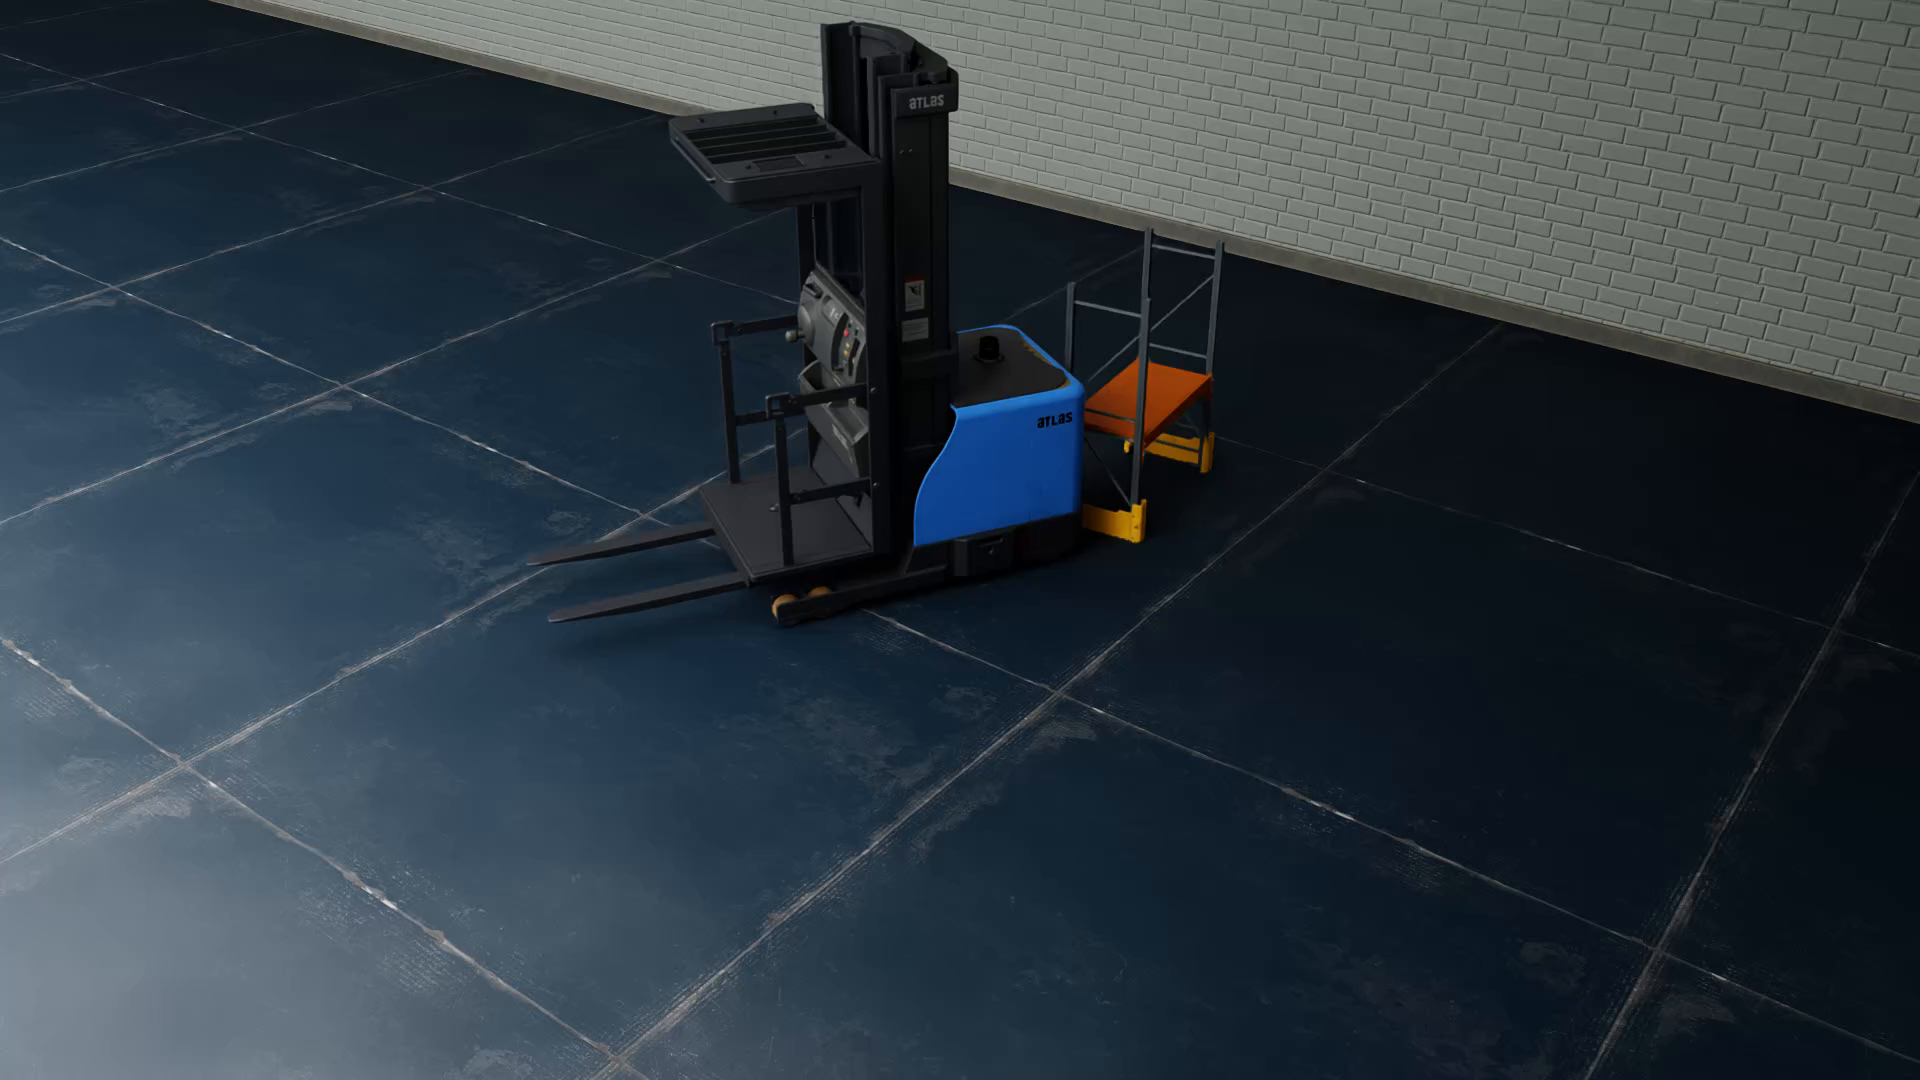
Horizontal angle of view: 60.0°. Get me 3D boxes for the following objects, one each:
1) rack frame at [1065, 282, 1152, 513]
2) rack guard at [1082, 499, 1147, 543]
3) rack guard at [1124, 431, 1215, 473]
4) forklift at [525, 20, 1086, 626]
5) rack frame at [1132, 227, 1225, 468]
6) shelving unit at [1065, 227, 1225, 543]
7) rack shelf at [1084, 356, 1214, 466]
[{"bbox_3d":[0.818,-0.719,9.492,0.500,1.500,0.032,17,35,26],"label":"rack frame"},{"bbox_3d":[0.819,-0.182,9.811,0.587,0.250,0.087,17,35,26],"label":"rack guard"},{"bbox_3d":[1.323,-0.619,10.550,0.587,0.250,0.087,17,35,26],"label":"rack guard"},{"bbox_3d":[-0.864,-1.106,8.742,3.031,2.935,1.130,-12,33,-20],"label":"forklift"},{"bbox_3d":[1.333,-1.166,10.246,0.500,1.500,0.032,17,35,26],"label":"rack frame"},{"bbox_3d":[1.071,-0.938,9.862,0.587,1.500,1.083,17,35,26],"label":"shelving unit"},{"bbox_3d":[1.076,-0.787,9.960,0.538,0.185,1.000,17,35,26],"label":"rack shelf"}]
